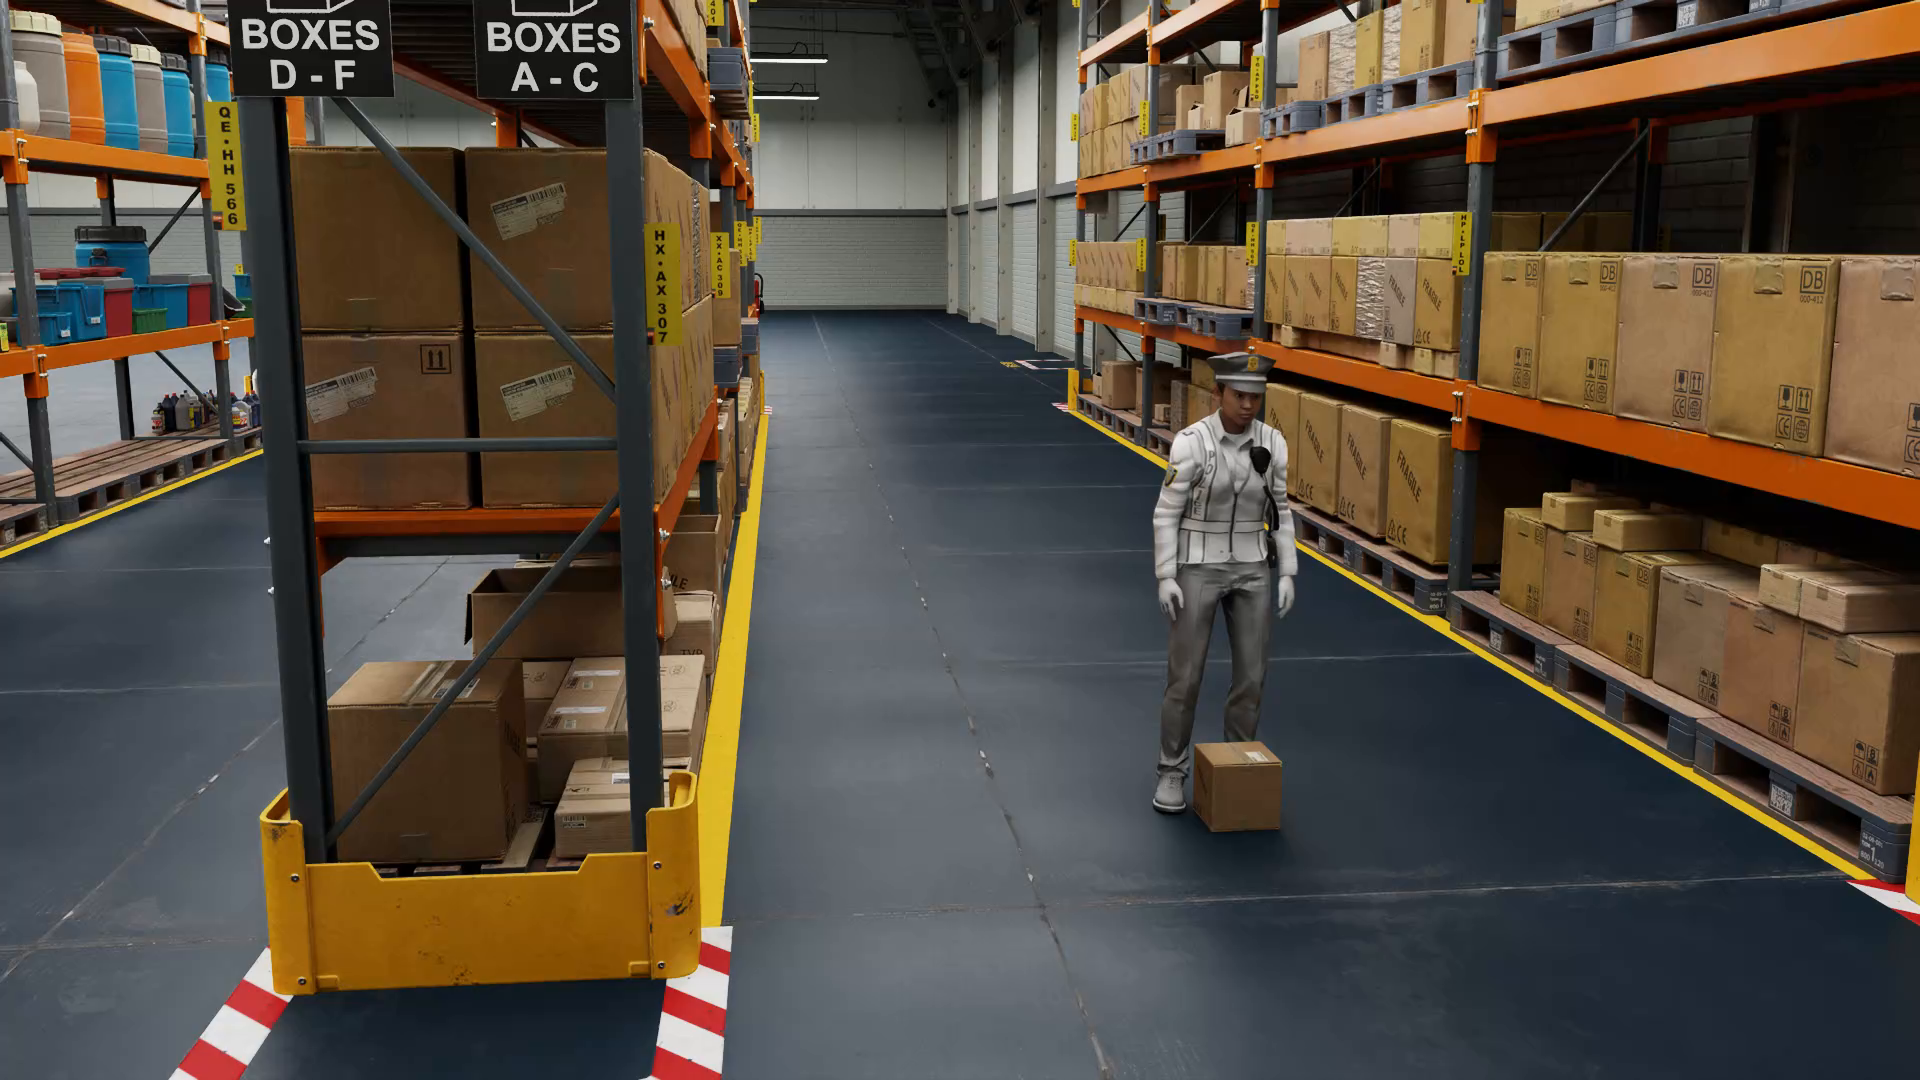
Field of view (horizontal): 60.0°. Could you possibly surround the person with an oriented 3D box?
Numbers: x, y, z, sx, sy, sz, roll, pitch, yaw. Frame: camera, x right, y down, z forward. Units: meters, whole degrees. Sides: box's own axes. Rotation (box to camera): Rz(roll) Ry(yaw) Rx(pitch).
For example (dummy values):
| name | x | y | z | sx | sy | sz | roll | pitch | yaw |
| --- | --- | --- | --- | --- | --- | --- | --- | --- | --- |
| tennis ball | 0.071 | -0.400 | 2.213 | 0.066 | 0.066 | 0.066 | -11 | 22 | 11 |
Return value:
| name | x | y | z | sx | sy | sz | roll | pitch | yaw |
| --- | --- | --- | --- | --- | --- | --- | --- | --- | --- |
| person | 0.968 | 0.145 | 6.075 | 0.544 | 1.666 | 0.370 | -2 | 10 | -8 |
